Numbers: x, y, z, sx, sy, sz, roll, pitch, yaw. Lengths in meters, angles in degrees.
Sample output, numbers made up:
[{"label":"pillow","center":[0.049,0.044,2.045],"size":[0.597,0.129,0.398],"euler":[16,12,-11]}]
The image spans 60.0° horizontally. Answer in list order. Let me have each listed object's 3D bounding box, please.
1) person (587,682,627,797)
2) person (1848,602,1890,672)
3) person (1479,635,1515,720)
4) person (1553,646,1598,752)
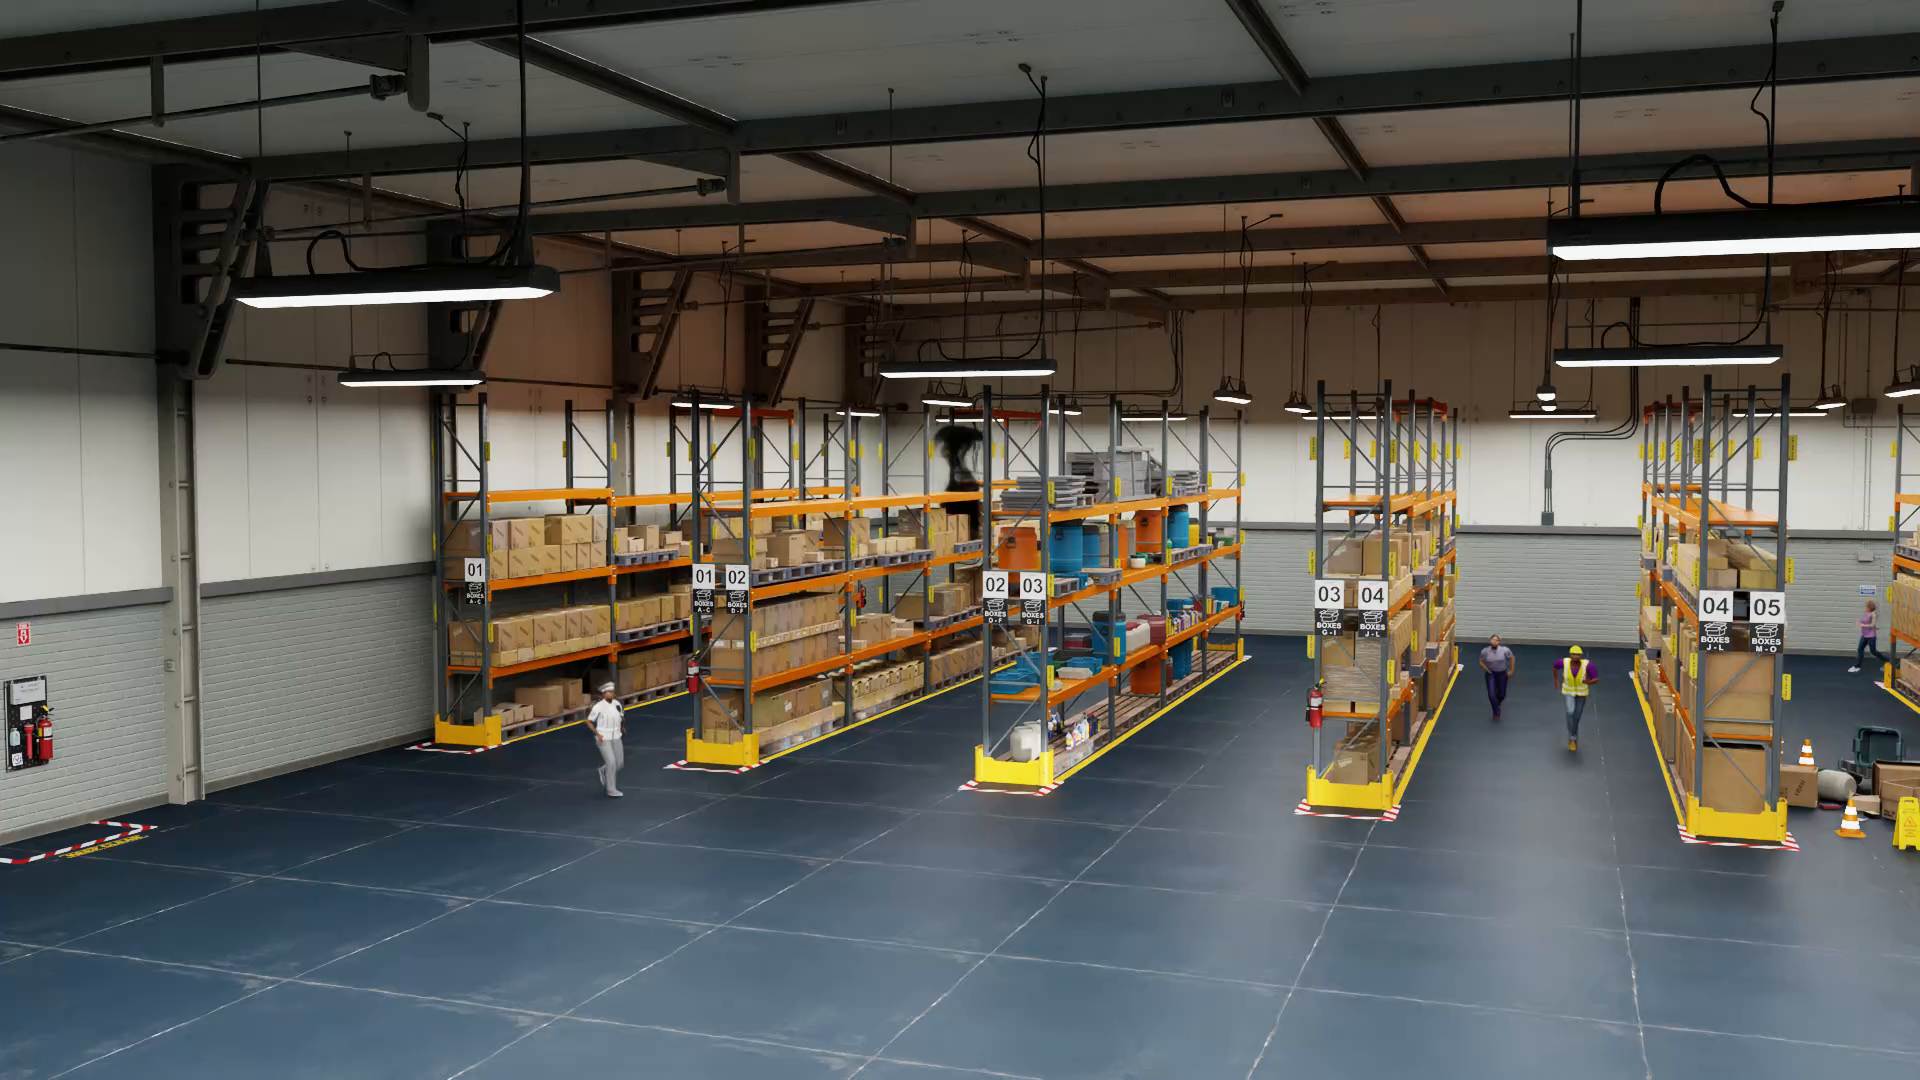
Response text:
[{"label":"person","center":[-5.126,2.883,24.182],"size":[0.571,1.659,0.645],"euler":[-3,4,-44]},{"label":"person","center":[20.499,2.188,37.467],"size":[0.891,1.588,0.534],"euler":[0,3,3]},{"label":"person","center":[10.051,2.578,31.154],"size":[0.641,1.590,0.638],"euler":[1,3,17]},{"label":"person","center":[10.405,2.647,28.145],"size":[0.694,1.776,0.997],"euler":[1,3,12]}]
